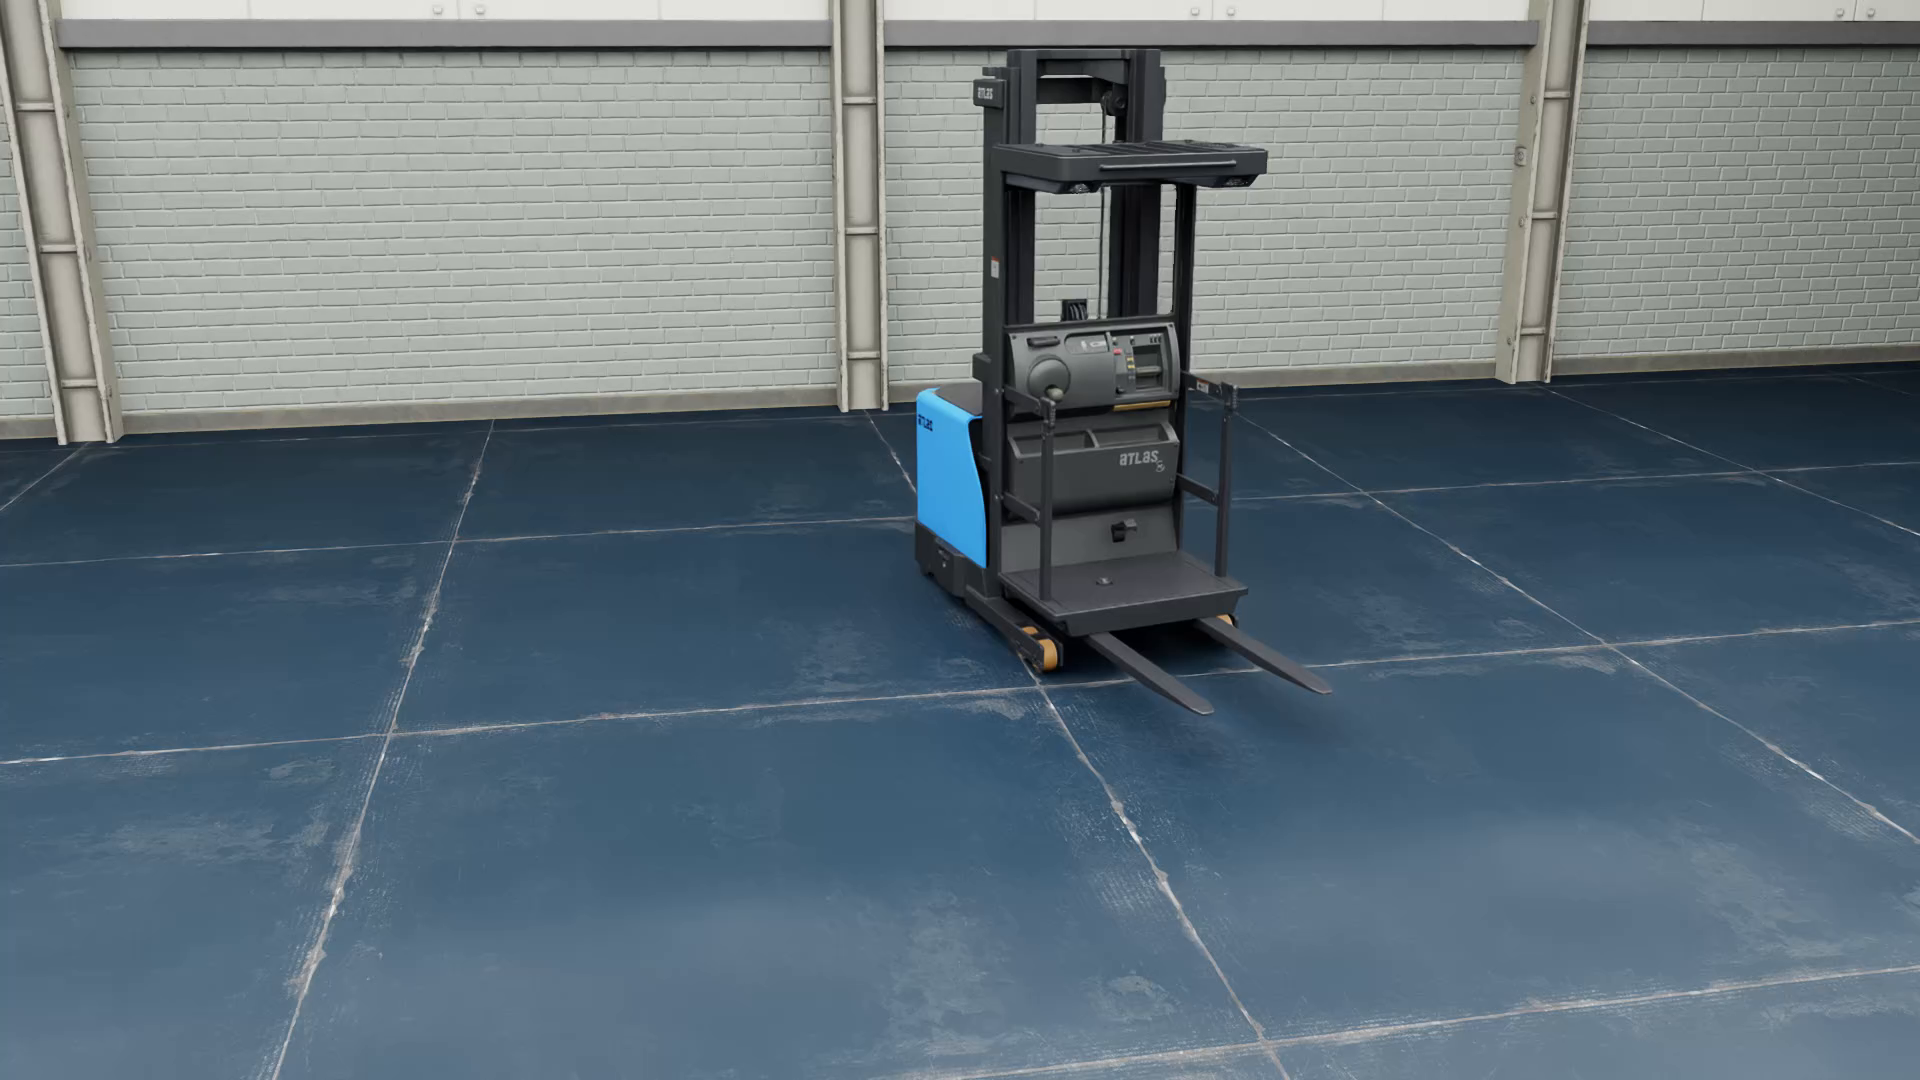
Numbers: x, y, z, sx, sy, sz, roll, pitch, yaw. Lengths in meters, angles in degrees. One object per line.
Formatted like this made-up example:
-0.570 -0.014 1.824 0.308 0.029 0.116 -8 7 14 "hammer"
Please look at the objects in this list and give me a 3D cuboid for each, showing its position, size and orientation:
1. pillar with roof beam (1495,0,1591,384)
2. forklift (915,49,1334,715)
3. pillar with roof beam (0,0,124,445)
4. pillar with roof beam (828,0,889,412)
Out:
5.893 -4.509 9.666 0.400 9.000 9.100 -3 17 -10 "pillar with roof beam"
0.770 -0.889 8.215 1.130 2.935 3.031 -7 18 -21 "forklift"
-5.889 -3.841 7.490 0.400 9.000 9.100 -3 17 -10 "pillar with roof beam"
0.002 -4.175 8.578 0.400 9.000 9.100 -3 17 -10 "pillar with roof beam"
